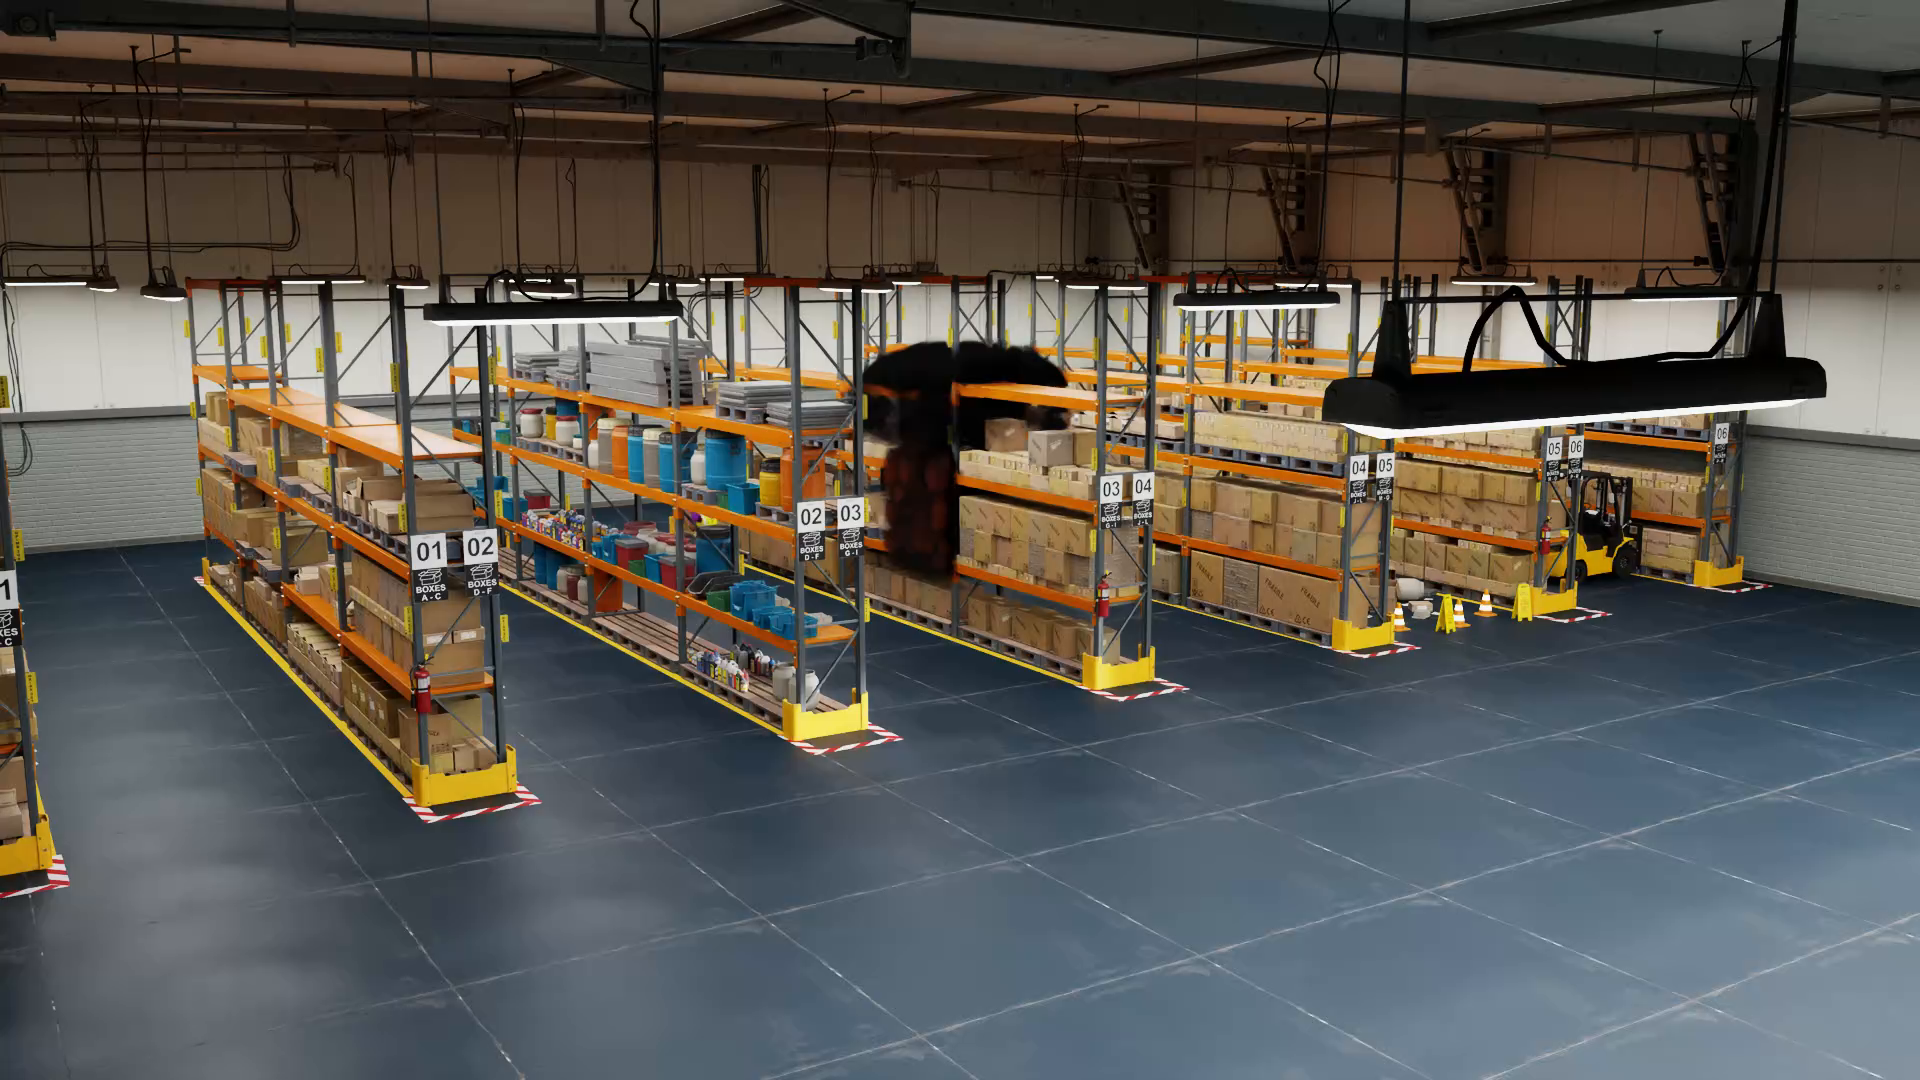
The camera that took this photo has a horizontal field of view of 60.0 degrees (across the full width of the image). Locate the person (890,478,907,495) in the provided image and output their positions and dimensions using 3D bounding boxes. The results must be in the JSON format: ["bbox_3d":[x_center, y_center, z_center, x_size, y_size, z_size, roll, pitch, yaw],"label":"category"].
[{"bbox_3d":[-1.336,-0.430,33.888,0.711,1.685,0.866,-6,11,-31],"label":"person"}]

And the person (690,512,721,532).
[{"bbox_3d":[-4.733,-0.011,31.301,0.714,1.748,0.734,-8,13,-40],"label":"person"}]
